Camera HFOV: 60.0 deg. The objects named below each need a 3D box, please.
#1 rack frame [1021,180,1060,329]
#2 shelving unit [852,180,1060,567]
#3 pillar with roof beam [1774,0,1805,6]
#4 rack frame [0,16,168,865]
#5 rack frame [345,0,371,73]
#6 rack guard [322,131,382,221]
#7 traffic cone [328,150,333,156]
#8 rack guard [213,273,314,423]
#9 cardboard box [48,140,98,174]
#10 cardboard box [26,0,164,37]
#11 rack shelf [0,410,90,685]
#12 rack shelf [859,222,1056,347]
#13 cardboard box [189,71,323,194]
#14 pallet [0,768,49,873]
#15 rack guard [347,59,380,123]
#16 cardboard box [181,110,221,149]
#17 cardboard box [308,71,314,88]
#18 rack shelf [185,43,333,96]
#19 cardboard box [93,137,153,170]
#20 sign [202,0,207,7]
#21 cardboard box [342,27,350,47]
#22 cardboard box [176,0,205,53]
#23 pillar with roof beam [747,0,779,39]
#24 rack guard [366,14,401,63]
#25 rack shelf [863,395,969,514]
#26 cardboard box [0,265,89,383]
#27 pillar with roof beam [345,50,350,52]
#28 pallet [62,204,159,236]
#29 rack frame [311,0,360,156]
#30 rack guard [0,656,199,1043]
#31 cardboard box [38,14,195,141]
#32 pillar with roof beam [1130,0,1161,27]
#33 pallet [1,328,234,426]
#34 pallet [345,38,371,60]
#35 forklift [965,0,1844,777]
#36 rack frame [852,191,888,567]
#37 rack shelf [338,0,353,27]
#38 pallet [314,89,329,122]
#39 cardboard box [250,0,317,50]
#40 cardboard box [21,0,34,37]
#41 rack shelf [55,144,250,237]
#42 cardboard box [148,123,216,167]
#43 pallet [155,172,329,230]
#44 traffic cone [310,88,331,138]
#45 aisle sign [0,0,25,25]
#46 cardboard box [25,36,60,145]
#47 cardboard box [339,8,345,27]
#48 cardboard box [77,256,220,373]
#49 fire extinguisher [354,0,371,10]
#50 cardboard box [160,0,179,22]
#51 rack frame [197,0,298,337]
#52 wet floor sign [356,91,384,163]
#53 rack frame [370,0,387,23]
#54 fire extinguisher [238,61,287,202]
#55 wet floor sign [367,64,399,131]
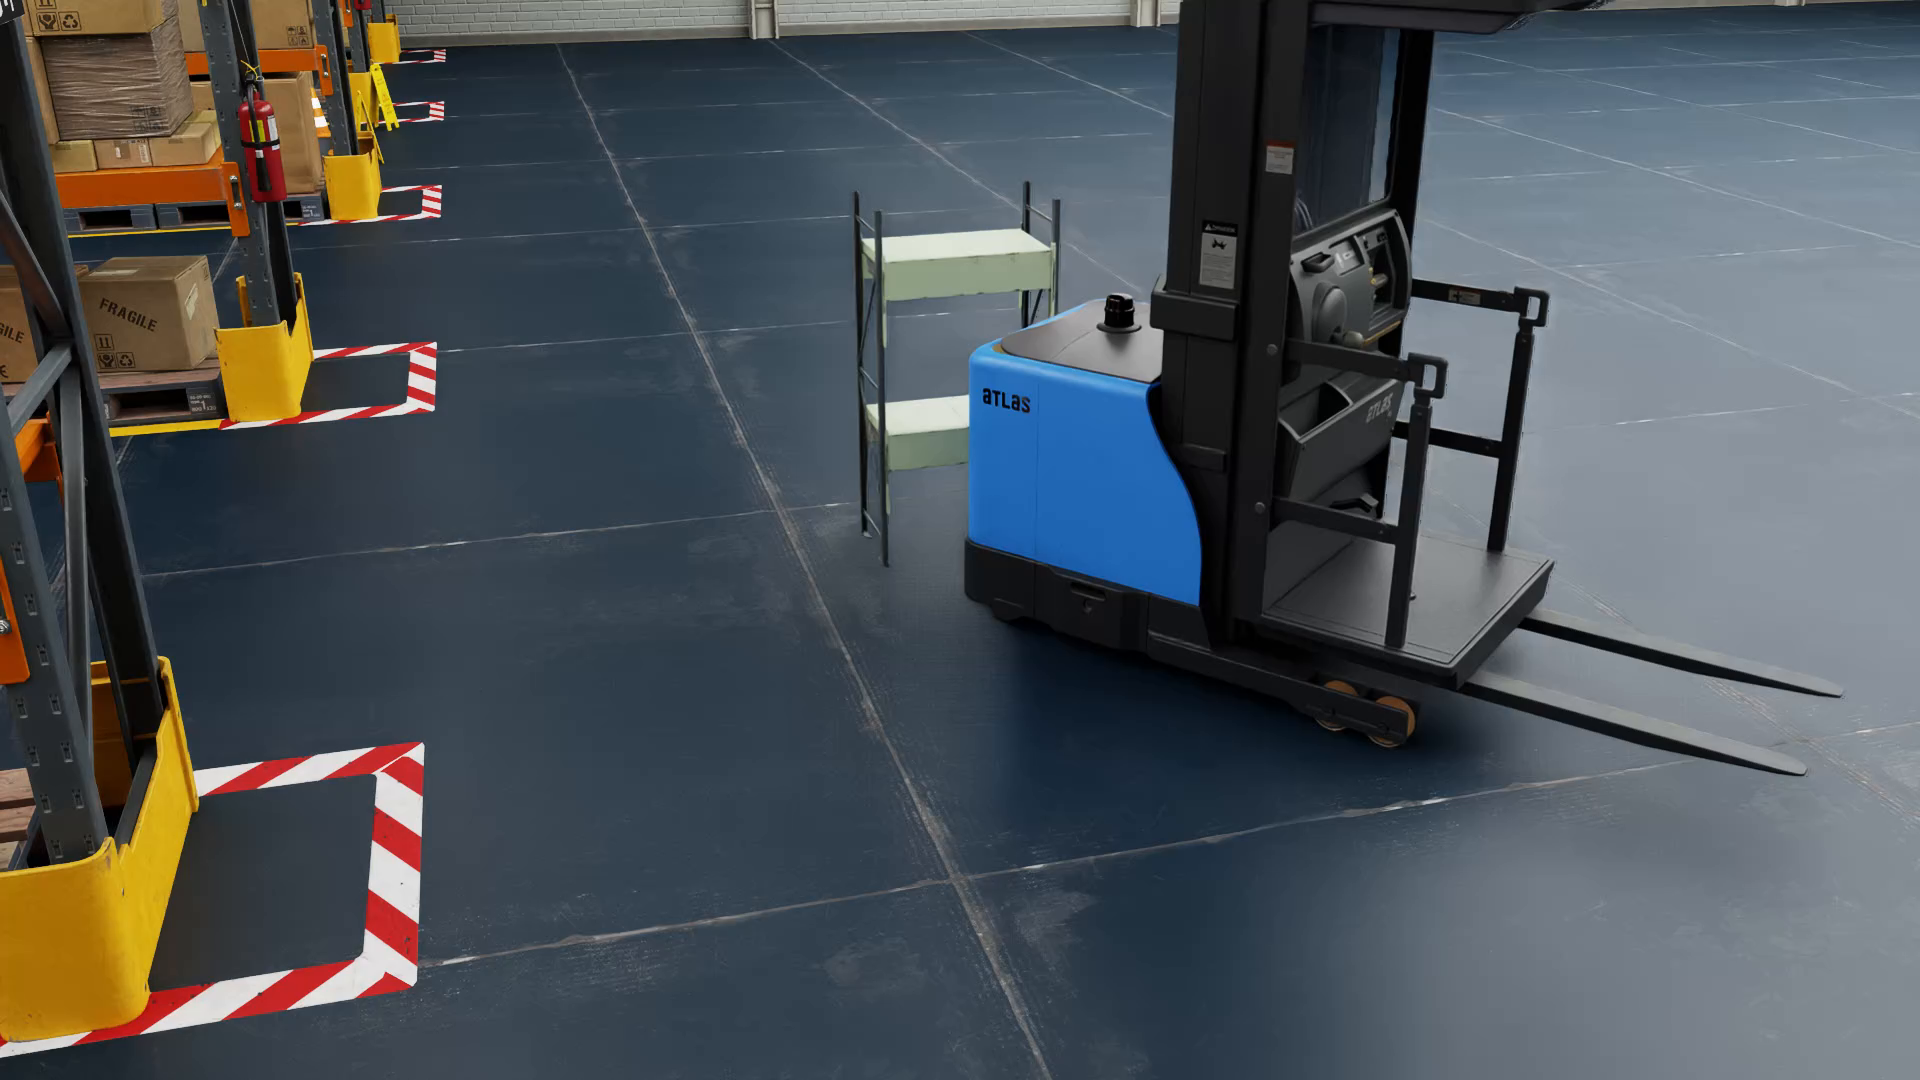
[{"bbox_3d":[0.331,-0.737,7.065,0.023,1.500,0.400,-7,24,-15],"label":"rack frame"},{"bbox_3d":[-0.019,-0.695,6.968,0.755,1.500,0.431,-7,24,-15],"label":"shelving unit"},{"bbox_3d":[15.606,-11.826,23.399,0.400,9.000,9.100,-6,24,-14],"label":"pillar with roof beam"},{"bbox_3d":[-2.391,-0.352,4.267,0.127,3.000,1.000,-6,24,-14],"label":"rack frame"},{"bbox_3d":[-6.406,-5.995,17.418,0.127,3.000,1.000,-6,24,-14],"label":"rack frame"},{"bbox_3d":[-4.948,-2.980,13.562,0.348,0.500,1.175,-6,24,-14],"label":"rack guard"},{"bbox_3d":[-5.844,-3.909,15.772,0.334,0.463,0.336,-6,24,-14],"label":"traffic cone"},{"bbox_3d":[-3.802,-1.076,9.124,0.348,0.500,1.175,-6,24,-14],"label":"rack guard"},{"bbox_3d":[-4.415,-1.936,8.277,0.250,0.149,0.380,-6,24,-14],"label":"cardboard box"},{"bbox_3d":[-4.192,-2.723,8.019,0.500,0.500,0.500,-6,24,-14],"label":"cardboard box"},{"bbox_3d":[-4.317,0.191,3.913,4.000,0.370,1.077,-6,24,-14],"label":"rack shelf"},{"bbox_3d":[-0.019,-1.054,6.814,0.720,0.370,0.431,-7,24,-15],"label":"rack shelf"},{"bbox_3d":[-5.607,-3.246,13.173,0.875,0.875,0.875,-6,24,-14],"label":"cardboard box"},{"bbox_3d":[-3.235,1.040,4.560,1.213,0.211,1.003,-6,24,-14],"label":"pallet"},{"bbox_3d":[-6.479,-4.838,17.892,0.348,0.500,1.175,-6,24,-14],"label":"rack guard"},{"bbox_3d":[-4.068,-2.177,8.839,0.250,0.149,0.380,-6,24,-14],"label":"cardboard box"},{"bbox_3d":[-7.257,-4.944,17.922,0.500,0.250,0.500,-7,24,-15],"label":"cardboard box"},{"bbox_3d":[-6.897,-3.583,12.709,4.000,0.370,1.077,-6,24,-14],"label":"rack shelf"},{"bbox_3d":[-4.189,-1.982,8.384,0.250,0.149,0.380,-6,24,-14],"label":"cardboard box"},{"bbox_3d":[-3.598,-2.697,7.863,0.005,0.325,0.100,-6,24,-14],"label":"sign"},{"bbox_3d":[-8.117,-6.639,21.872,0.500,0.250,0.500,-6,24,-14],"label":"cardboard box"},{"bbox_3d":[-5.840,-4.072,12.746,0.550,0.550,0.875,-6,24,-14],"label":"cardboard box"},{"bbox_3d":[-1.724,-9.909,18.931,0.400,9.000,9.100,-6,24,-14],"label":"pillar with roof beam"},{"bbox_3d":[-7.727,-6.733,22.308,0.348,0.500,1.175,-6,24,-14],"label":"rack guard"},{"bbox_3d":[-0.019,-0.396,7.097,0.720,0.370,0.431,-7,24,-15],"label":"rack shelf"},{"bbox_3d":[-4.901,-1.140,8.741,0.500,0.500,0.500,0,23,0],"label":"cardboard box"},{"bbox_3d":[-7.501,-9.270,17.442,0.400,9.000,9.100,-6,24,-14],"label":"pillar with roof beam"},{"bbox_3d":[-6.893,-2.602,13.046,1.213,0.211,1.003,-6,24,-14],"label":"pallet"},{"bbox_3d":[-4.972,-4.127,13.063,0.127,3.000,1.000,-6,24,-14],"label":"rack frame"},{"bbox_3d":[-2.452,0.822,4.700,0.348,0.500,1.175,-6,24,-14],"label":"rack guard"},{"bbox_3d":[-4.266,-2.367,8.459,0.500,0.500,0.875,-6,24,-14],"label":"cardboard box"},{"bbox_3d":[4.053,-10.548,20.420,0.400,9.000,9.100,-6,24,-14],"label":"pillar with roof beam"},{"bbox_3d":[-4.594,-0.870,9.010,1.213,0.211,1.003,-6,24,-14],"label":"pallet"},{"bbox_3d":[-8.475,-6.501,22.132,1.213,0.211,1.003,-6,24,-14],"label":"pallet"},{"bbox_3d":[1.513,-0.885,5.594,3.031,2.935,1.130,16,28,32],"label":"forklift"},{"bbox_3d":[-0.370,-0.653,6.871,0.023,1.500,0.400,-7,24,-15],"label":"rack frame"},{"bbox_3d":[-8.332,-5.452,17.063,4.000,0.370,1.077,-6,24,-14],"label":"rack shelf"},{"bbox_3d":[-7.271,-4.633,17.779,1.213,0.211,1.003,-6,24,-14],"label":"pallet"},{"bbox_3d":[-5.317,-4.139,12.902,0.550,0.550,0.875,-6,24,-14],"label":"cardboard box"},{"bbox_3d":[-4.672,-2.667,7.890,0.500,0.500,0.500,-6,24,-14],"label":"cardboard box"},{"bbox_3d":[-5.655,-1.689,8.295,4.000,0.370,1.077,-6,24,-14],"label":"rack shelf"},{"bbox_3d":[-3.948,-2.009,8.446,0.250,0.149,0.380,-6,24,-14],"label":"cardboard box"},{"bbox_3d":[-5.720,-2.730,13.345,1.213,0.211,1.003,-6,24,-14],"label":"pallet"},{"bbox_3d":[-6.472,-4.294,16.670,0.334,0.463,0.336,-6,24,-14],"label":"traffic cone"},{"bbox_3d":[-2.401,-1.666,4.032,0.004,0.787,0.394,-6,24,-14],"label":"aisle sign"},{"bbox_3d":[-4.715,-2.268,8.229,0.500,0.500,0.875,-6,24,-14],"label":"cardboard box"},{"bbox_3d":[-8.135,-6.868,21.772,0.500,0.250,0.500,-7,24,-15],"label":"cardboard box"},{"bbox_3d":[-4.335,-1.217,8.919,0.500,0.500,0.500,-2,23,-5],"label":"cardboard box"},{"bbox_3d":[-6.171,-5.797,17.054,0.183,0.674,0.296,-6,24,-14],"label":"fire extinguisher"},{"bbox_3d":[-4.332,-2.920,8.479,0.500,0.500,0.500,-6,24,-14],"label":"cardboard box"},{"bbox_3d":[-3.729,-2.233,8.650,0.127,3.000,1.000,-6,24,-14],"label":"rack frame"},{"bbox_3d":[-5.479,-3.800,15.287,0.232,0.644,0.267,-11,25,-23],"label":"wet floor sign"},{"bbox_3d":[-7.750,-7.879,21.809,0.127,3.000,1.000,-6,24,-14],"label":"rack frame"},{"bbox_3d":[-3.494,-2.034,8.285,0.183,0.674,0.296,-6,24,-14],"label":"fire extinguisher"},{"bbox_3d":[-5.934,-4.527,16.983,0.232,0.644,0.267,2,23,4],"label":"wet floor sign"}]
